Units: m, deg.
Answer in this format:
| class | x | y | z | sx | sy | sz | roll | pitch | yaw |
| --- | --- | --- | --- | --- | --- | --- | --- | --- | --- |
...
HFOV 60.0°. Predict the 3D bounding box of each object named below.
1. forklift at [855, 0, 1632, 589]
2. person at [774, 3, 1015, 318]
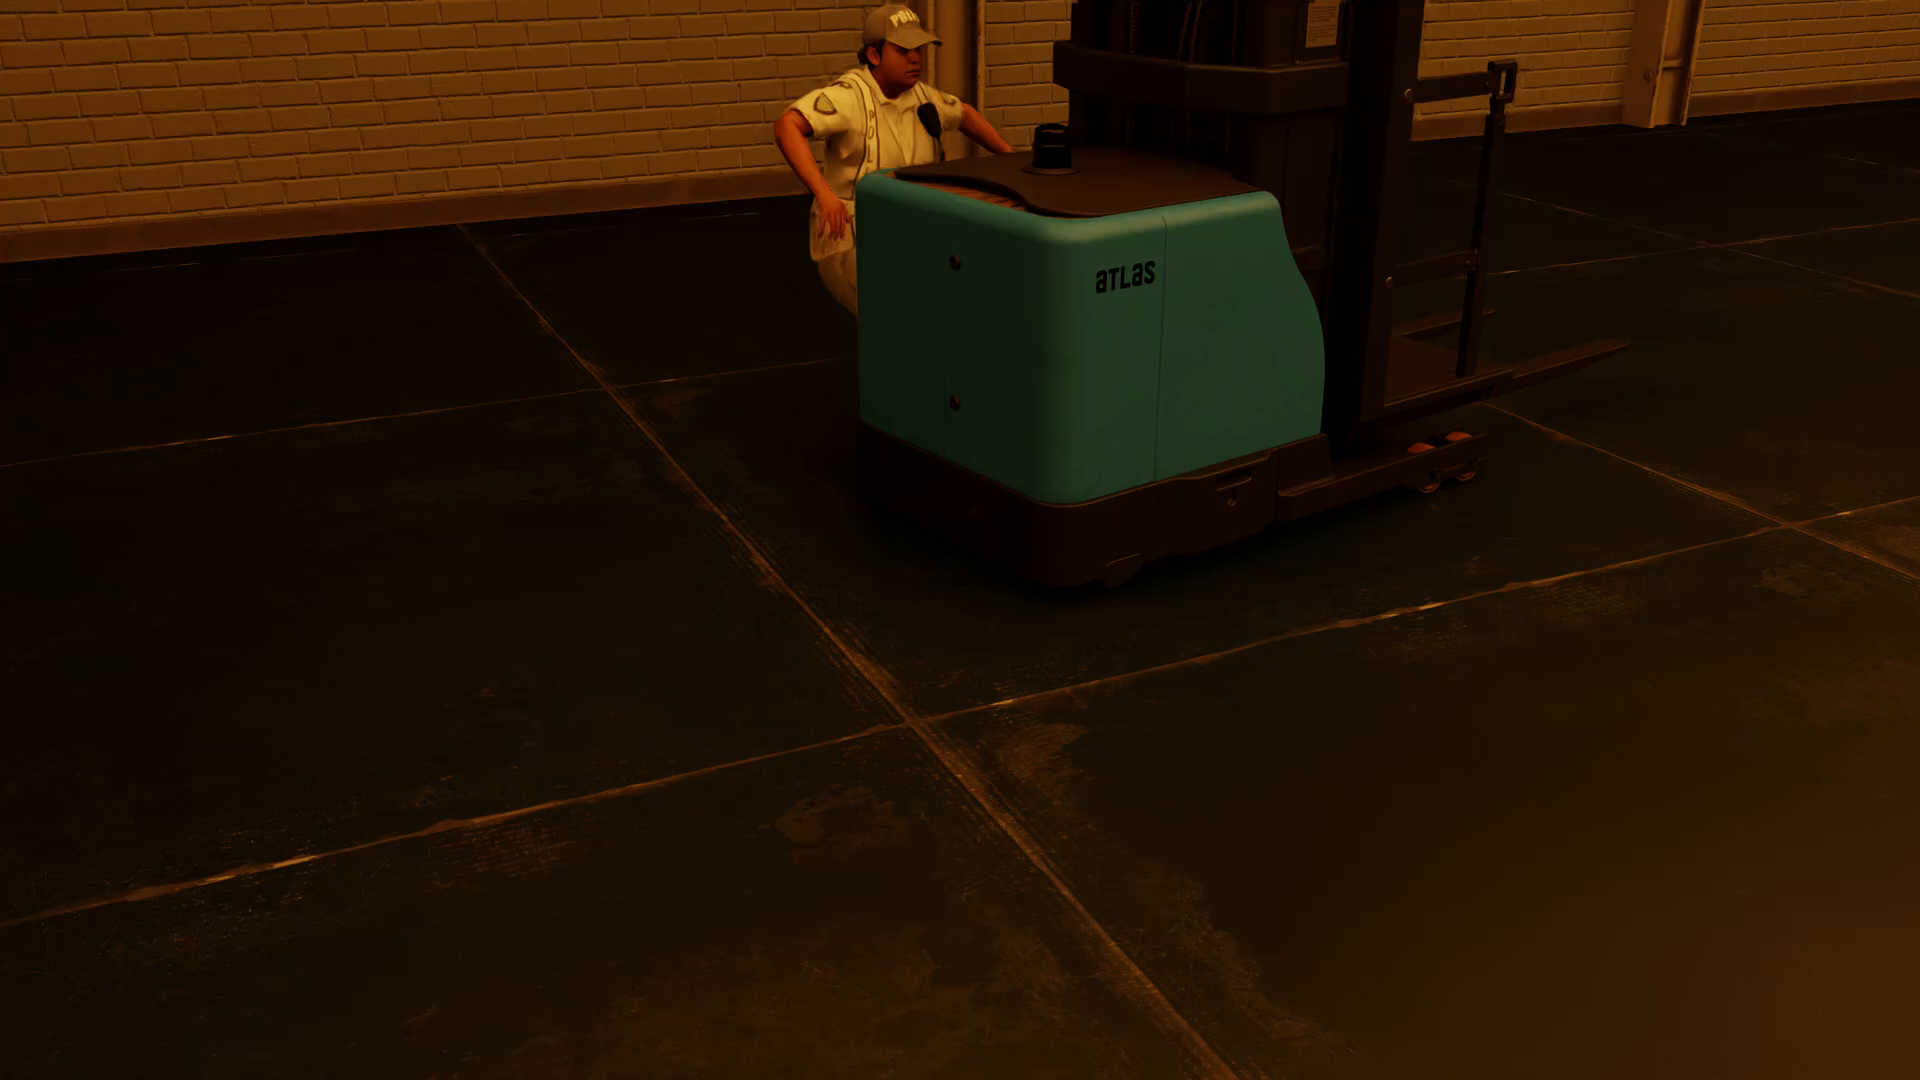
| class | x | y | z | sx | sy | sz | roll | pitch | yaw |
| --- | --- | --- | --- | --- | --- | --- | --- | --- | --- |
| forklift | 1.153 | -1.651 | 5.261 | 3.031 | 2.935 | 1.130 | -16 | 28 | -34 |
| person | -0.091 | -0.981 | 5.406 | 0.998 | 1.442 | 0.800 | -21 | 30 | -40 |
